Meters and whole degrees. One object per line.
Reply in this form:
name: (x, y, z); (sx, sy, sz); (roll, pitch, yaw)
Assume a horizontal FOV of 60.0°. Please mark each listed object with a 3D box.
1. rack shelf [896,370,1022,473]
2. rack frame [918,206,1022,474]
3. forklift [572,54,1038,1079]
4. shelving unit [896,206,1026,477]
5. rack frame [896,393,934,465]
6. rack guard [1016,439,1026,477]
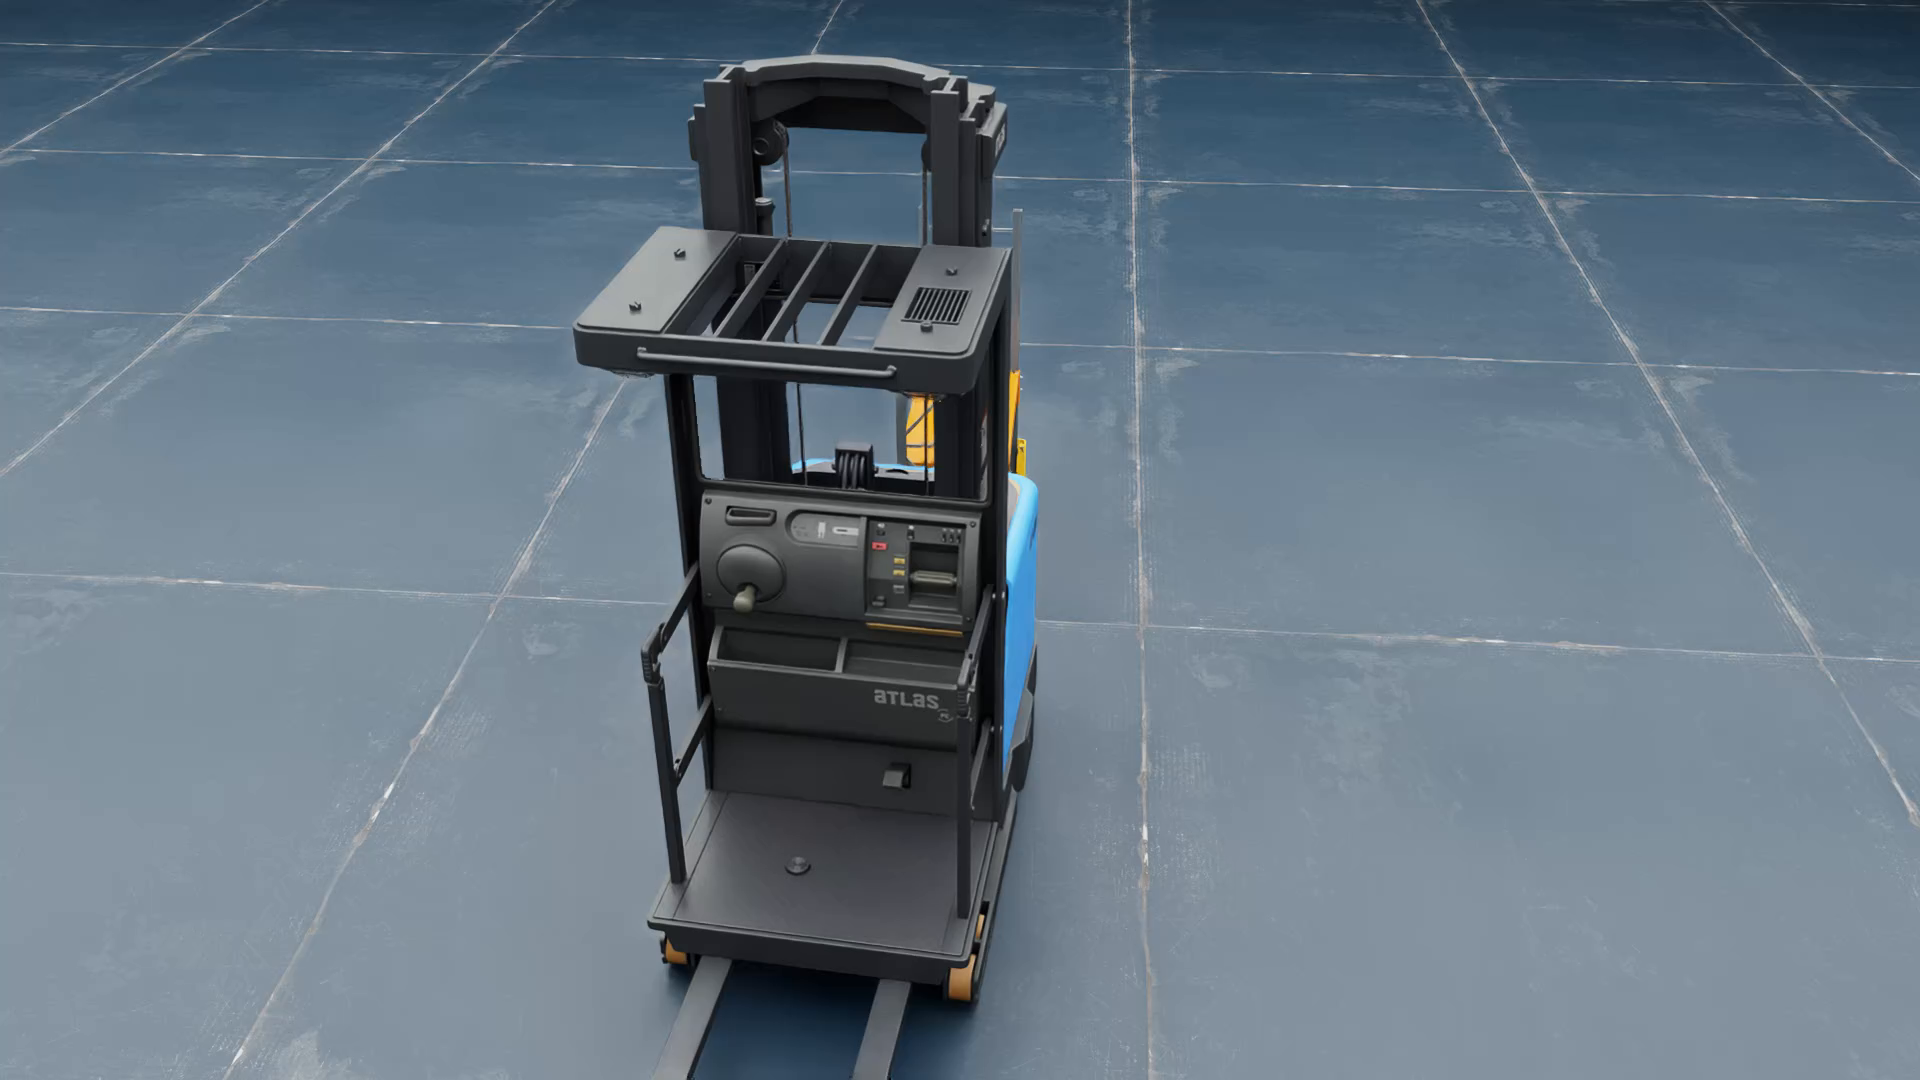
rack shelf: (0.007, -0.530, 8.023); (0.538, 0.185, 1.000); (2, 32, 4)
rack frame: (0.048, -0.949, 8.360); (0.500, 1.500, 0.032); (2, 32, 4)
forklift: (-0.431, 0.123, 5.257); (1.130, 2.935, 3.031); (5, 32, 8)
shelving unit: (0.006, -0.678, 7.921); (0.587, 1.500, 1.083); (2, 32, 4)
rack frame: (-0.034, -0.417, 7.498); (0.500, 1.500, 0.032); (2, 32, 4)
rack guard: (0.047, -0.407, 8.672); (0.587, 0.250, 0.087); (2, 32, 4)
